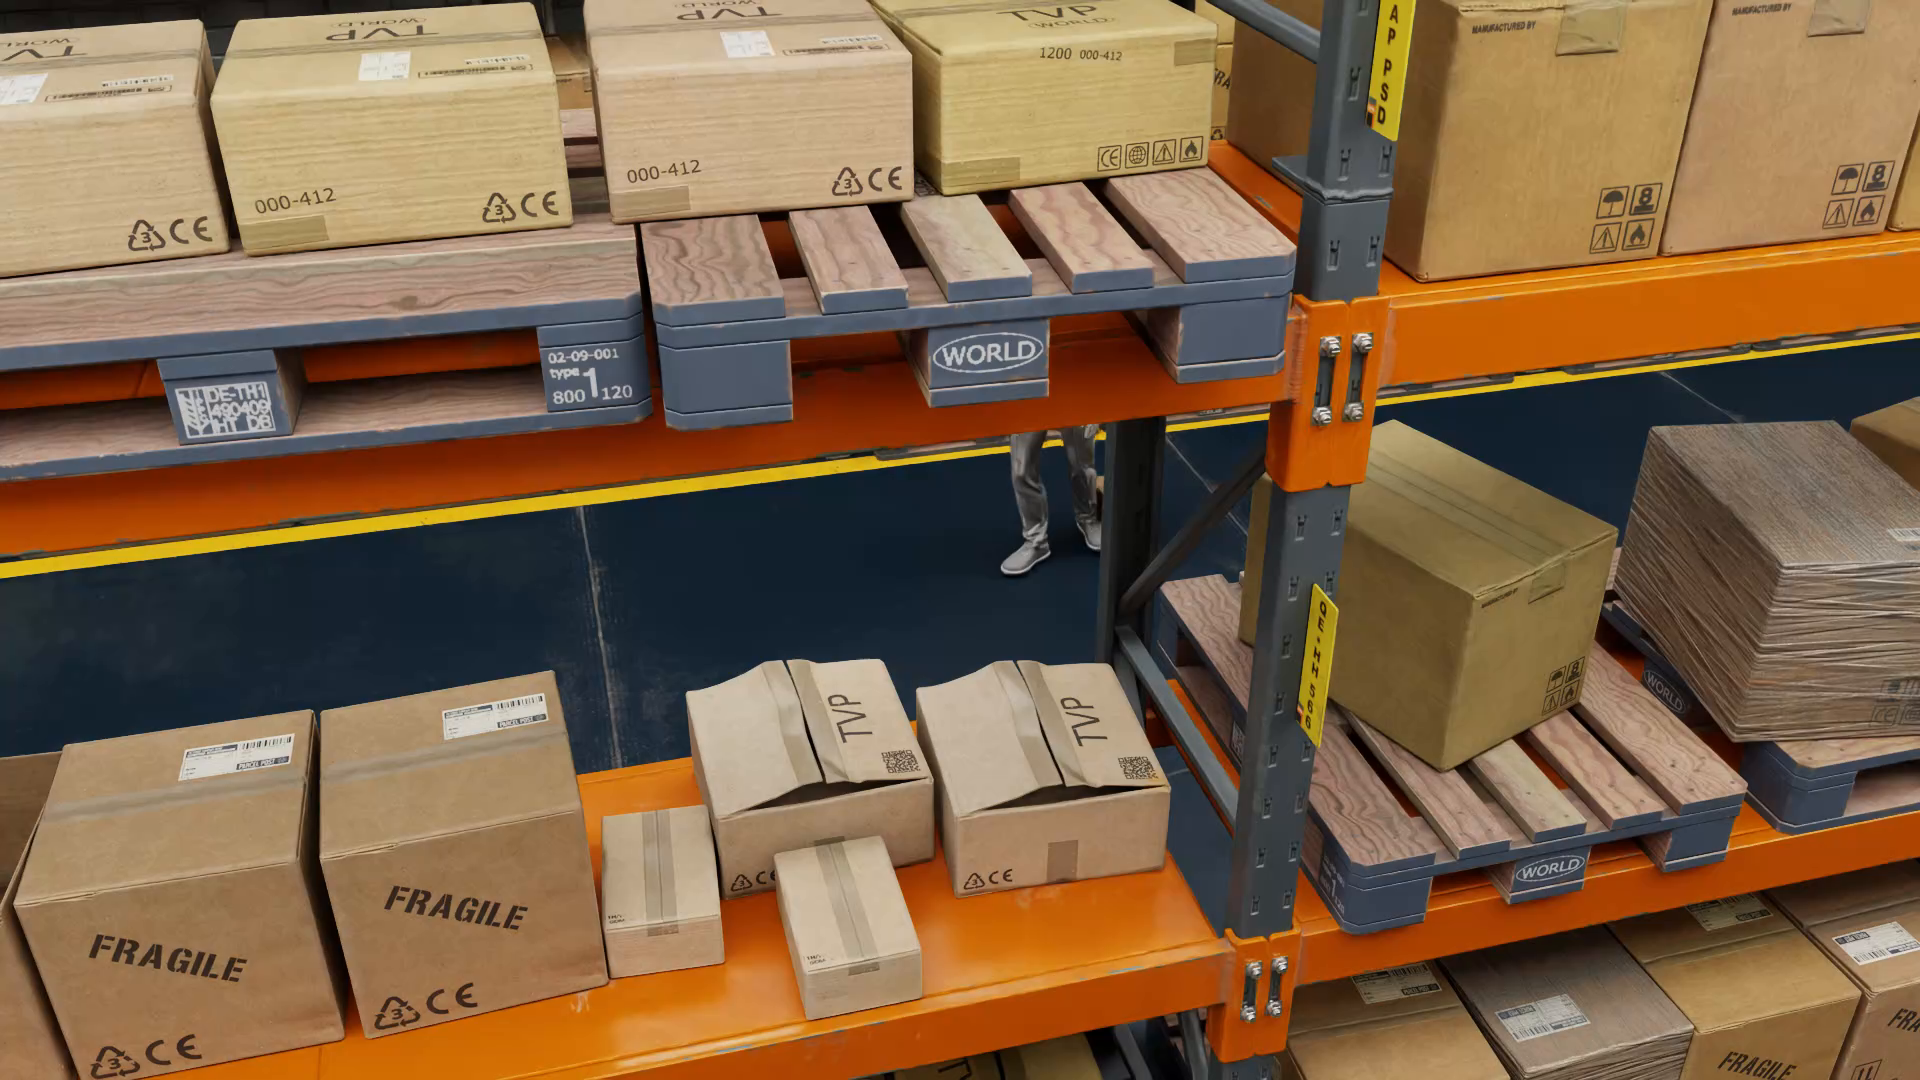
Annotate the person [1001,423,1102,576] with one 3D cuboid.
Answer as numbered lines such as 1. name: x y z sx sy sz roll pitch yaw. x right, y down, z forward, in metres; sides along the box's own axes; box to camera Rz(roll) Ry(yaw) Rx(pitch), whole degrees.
1. person: 0.421 -0.656 7.237 0.507 1.662 0.574 15 34 24
